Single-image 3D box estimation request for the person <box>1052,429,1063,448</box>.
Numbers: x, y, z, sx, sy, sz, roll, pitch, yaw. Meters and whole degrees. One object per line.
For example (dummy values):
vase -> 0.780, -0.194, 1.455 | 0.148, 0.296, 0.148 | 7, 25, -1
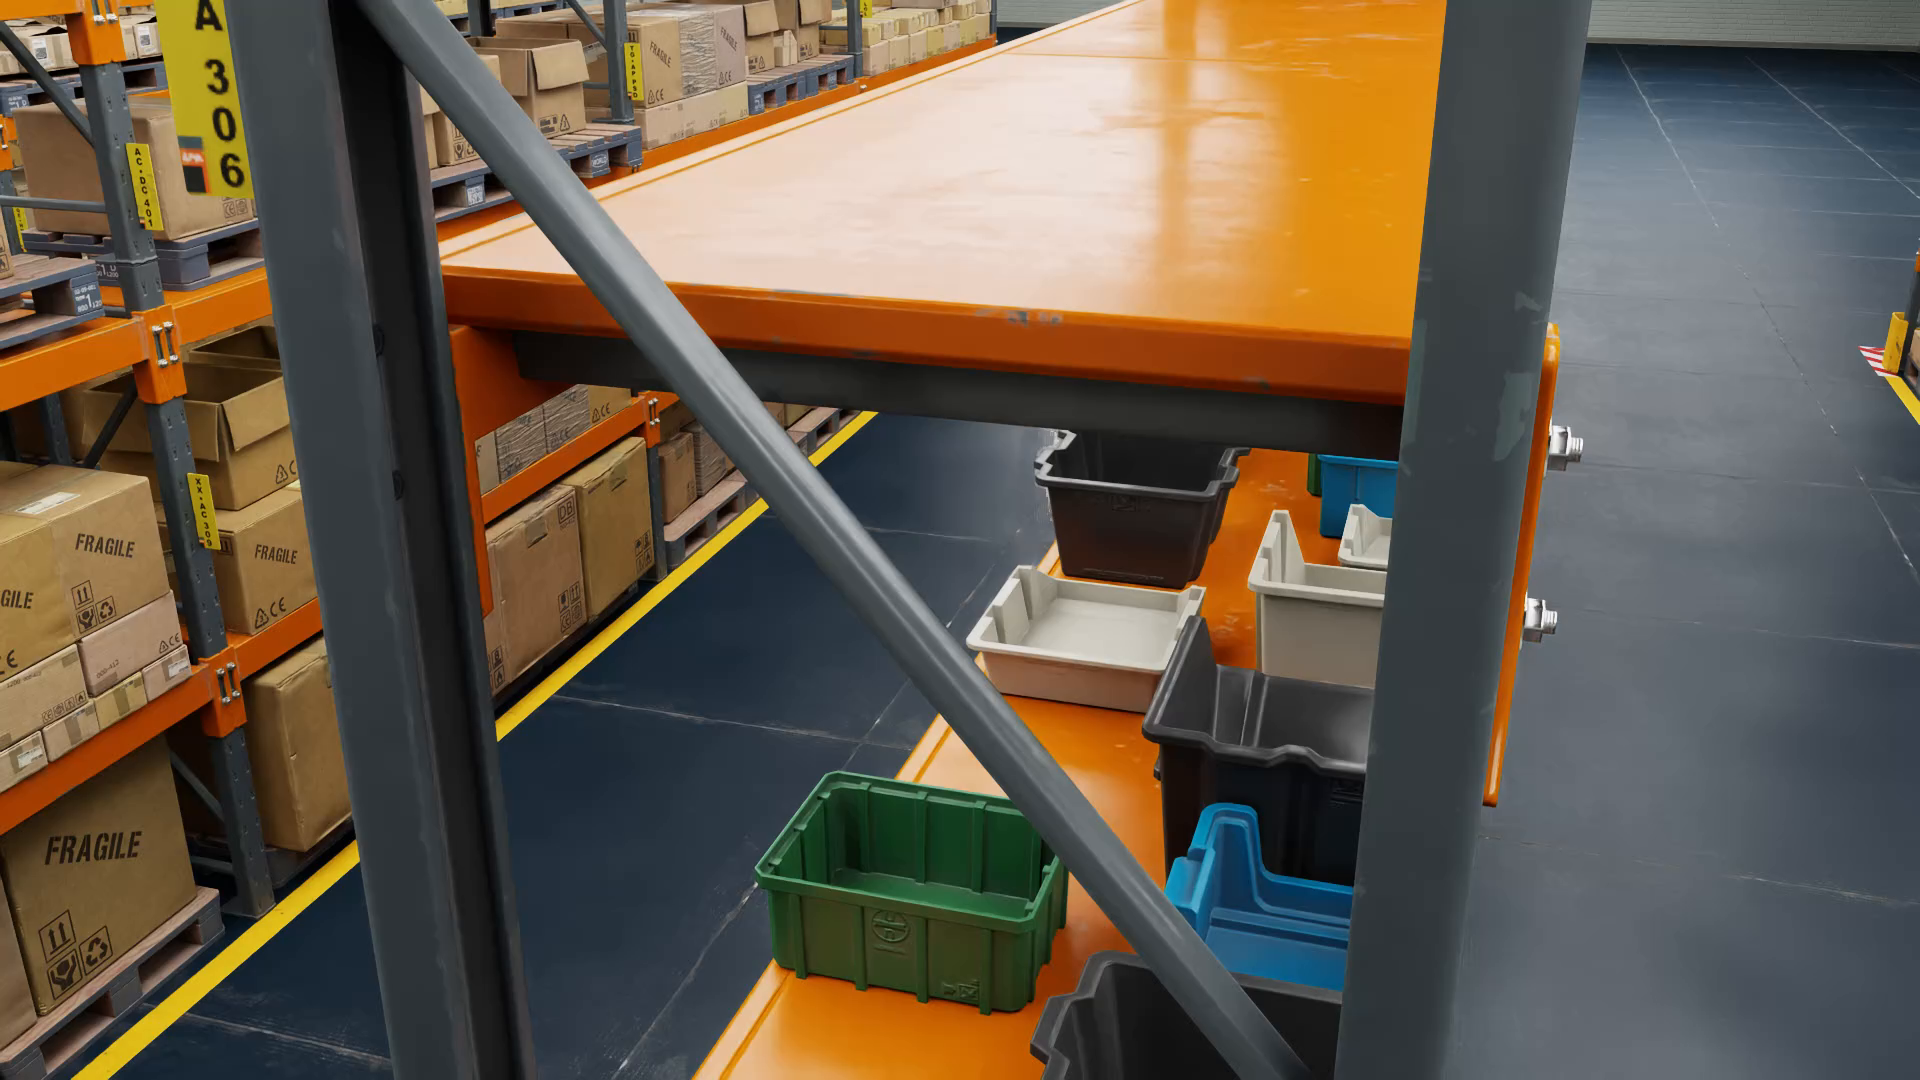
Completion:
person -> 0.821, -0.209, 10.109 | 0.436, 1.724, 0.510 | -15, 27, -33
